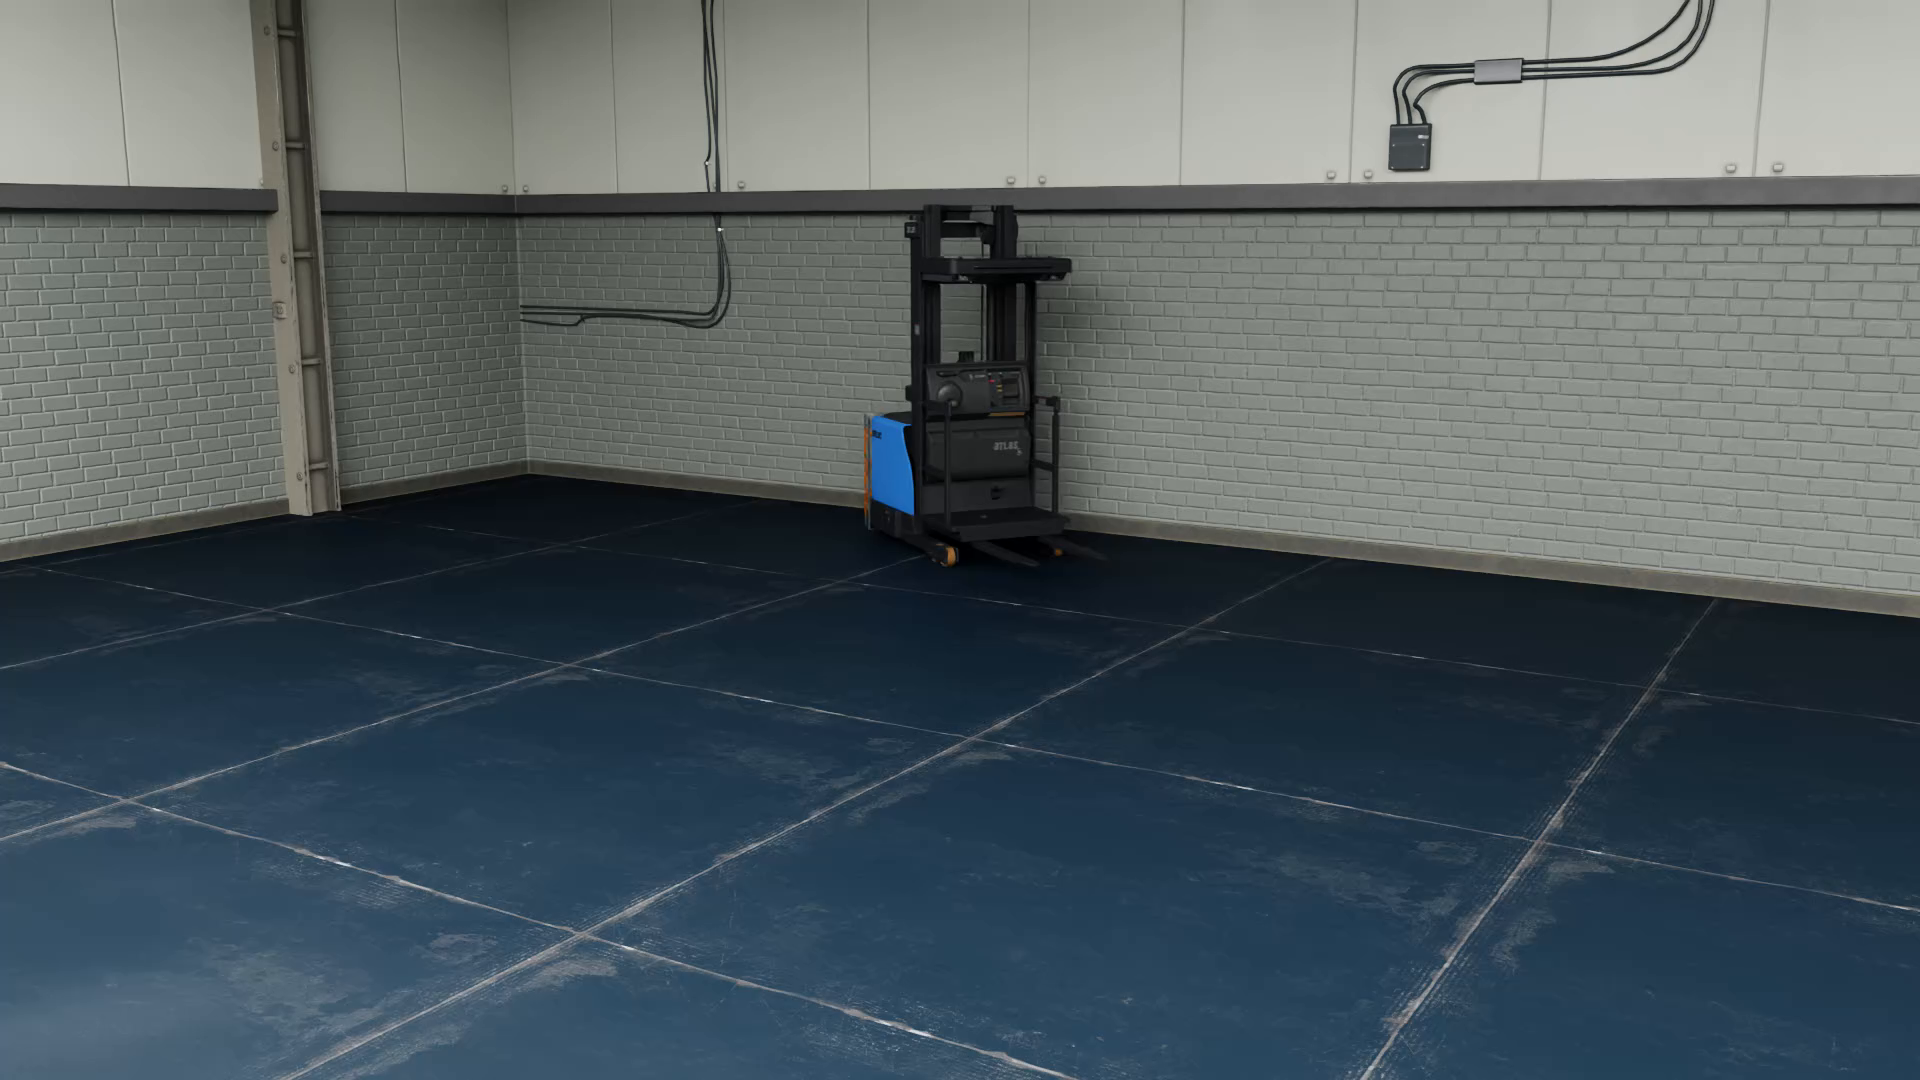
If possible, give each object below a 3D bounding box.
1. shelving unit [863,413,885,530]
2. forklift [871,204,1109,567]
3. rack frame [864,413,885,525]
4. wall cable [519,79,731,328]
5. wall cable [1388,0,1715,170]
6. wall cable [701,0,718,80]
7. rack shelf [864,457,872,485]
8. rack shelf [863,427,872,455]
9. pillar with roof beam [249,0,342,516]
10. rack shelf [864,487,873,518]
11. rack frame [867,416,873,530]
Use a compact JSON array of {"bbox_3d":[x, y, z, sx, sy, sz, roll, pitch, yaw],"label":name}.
[{"bbox_3d":[-0.769,-0.637,15.419,0.215,1.050,0.252,-2,11,-11],"label":"shelving unit"},{"bbox_3d":[0.243,-1.308,13.892,1.130,2.935,3.031,-5,12,-23],"label":"forklift"},{"bbox_3d":[-0.793,-0.659,15.537,0.200,1.050,0.008,-2,11,-11],"label":"rack frame"},{"bbox_3d":[-3.686,-3.513,17.615,3.097,2.526,0.112,6,12,31],"label":"wall cable"},{"bbox_3d":[4.420,-5.801,12.159,2.305,6.003,0.169,6,12,31],"label":"wall cable"},{"bbox_3d":[-1.374,-5.737,15.770,3.097,2.526,0.112,6,12,31],"label":"wall cable"},{"bbox_3d":[-0.769,-0.627,15.421,0.215,0.259,0.240,-2,11,-11],"label":"rack shelf"},{"bbox_3d":[-0.769,-0.906,15.369,0.215,0.259,0.240,-2,11,-11],"label":"rack shelf"},{"bbox_3d":[-2.666,-4.291,13.332,9.100,9.000,0.400,6,12,31],"label":"pillar with roof beam"},{"bbox_3d":[-0.769,-0.354,15.472,0.215,0.259,0.240,-2,11,-11],"label":"rack shelf"},{"bbox_3d":[-0.746,-0.615,15.302,0.200,1.050,0.008,-2,11,-11],"label":"rack frame"}]
